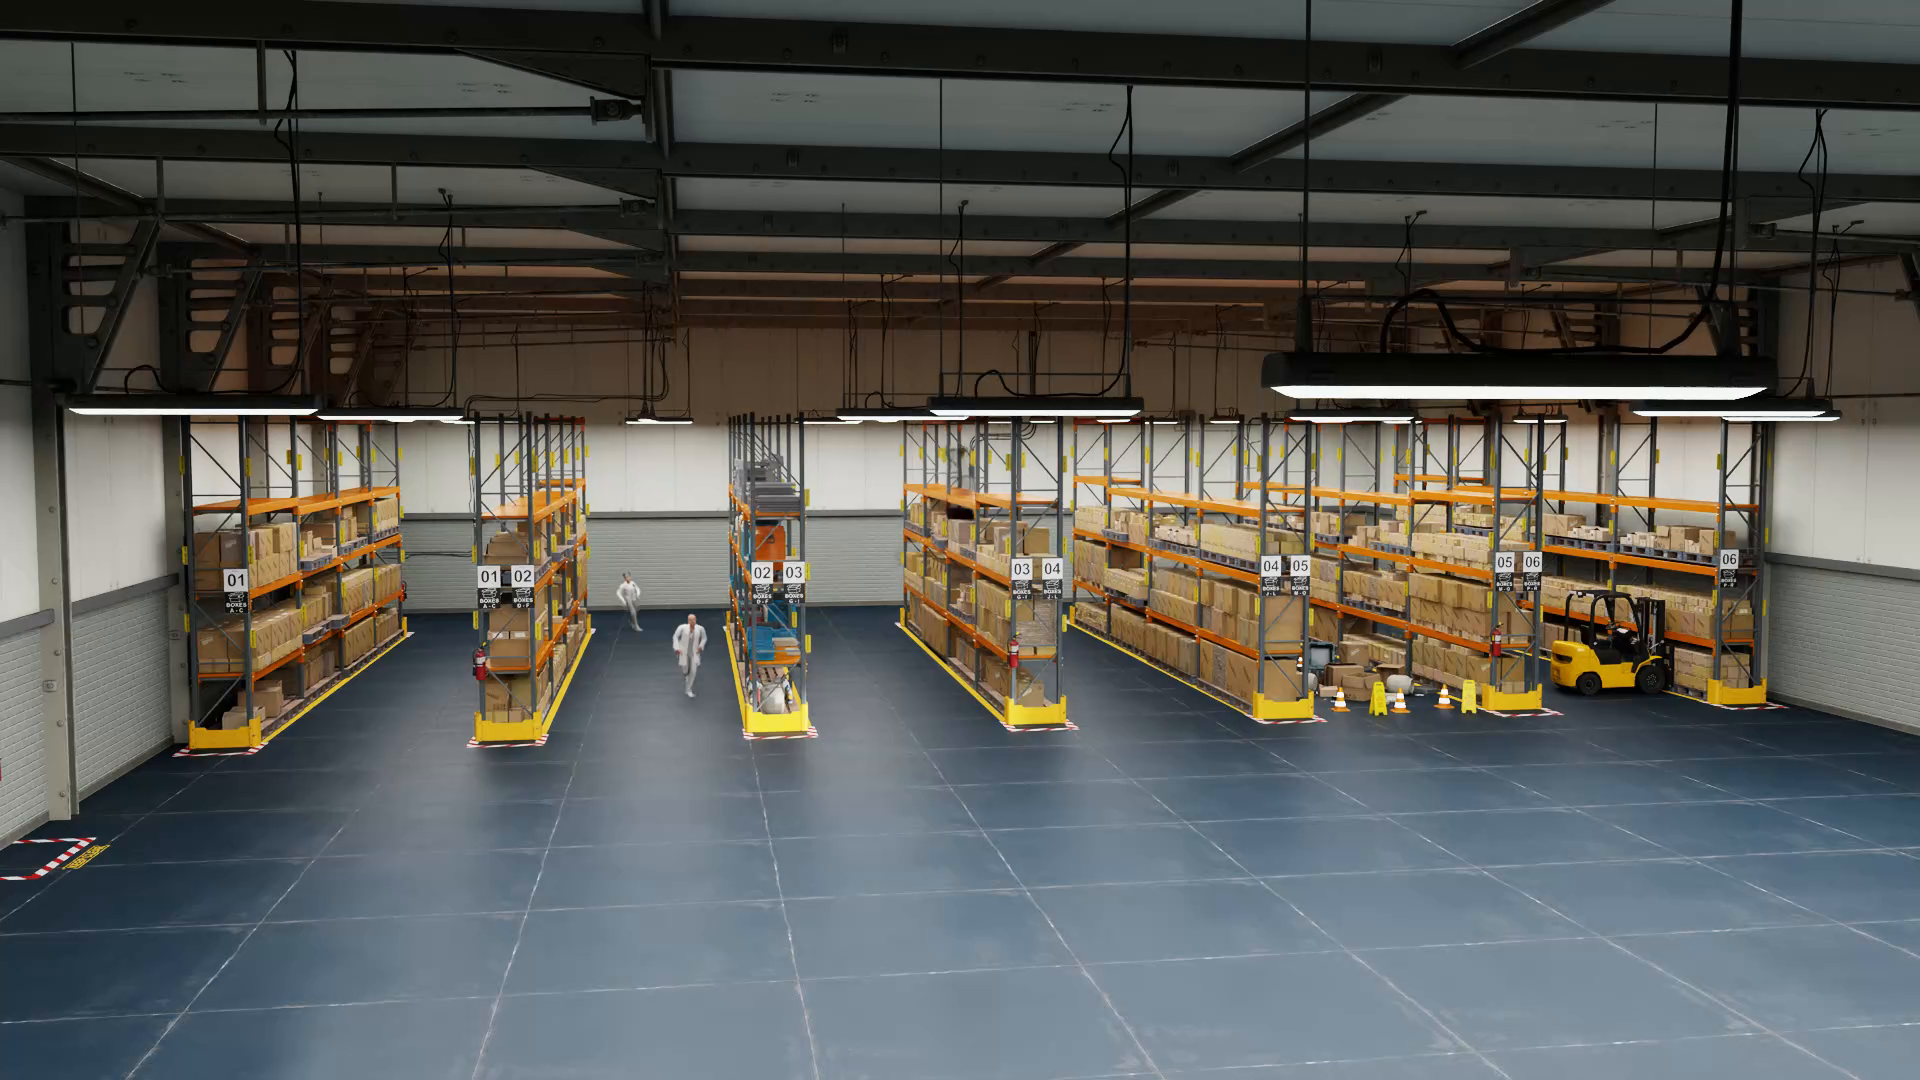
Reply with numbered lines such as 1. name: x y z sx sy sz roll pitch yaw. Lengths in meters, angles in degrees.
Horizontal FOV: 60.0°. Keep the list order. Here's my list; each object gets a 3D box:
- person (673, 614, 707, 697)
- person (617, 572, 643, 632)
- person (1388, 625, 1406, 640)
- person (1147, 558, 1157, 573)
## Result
1. person: -5.792 2.550 35.702 0.731 1.567 0.854 -1 4 -12
2. person: -9.300 1.727 46.639 0.609 1.652 0.730 -3 5 -36
3. person: 11.725 1.820 44.516 0.630 1.811 0.827 -1 4 -13
4. person: 5.830 1.435 50.302 0.918 1.761 0.712 -1 4 -18
